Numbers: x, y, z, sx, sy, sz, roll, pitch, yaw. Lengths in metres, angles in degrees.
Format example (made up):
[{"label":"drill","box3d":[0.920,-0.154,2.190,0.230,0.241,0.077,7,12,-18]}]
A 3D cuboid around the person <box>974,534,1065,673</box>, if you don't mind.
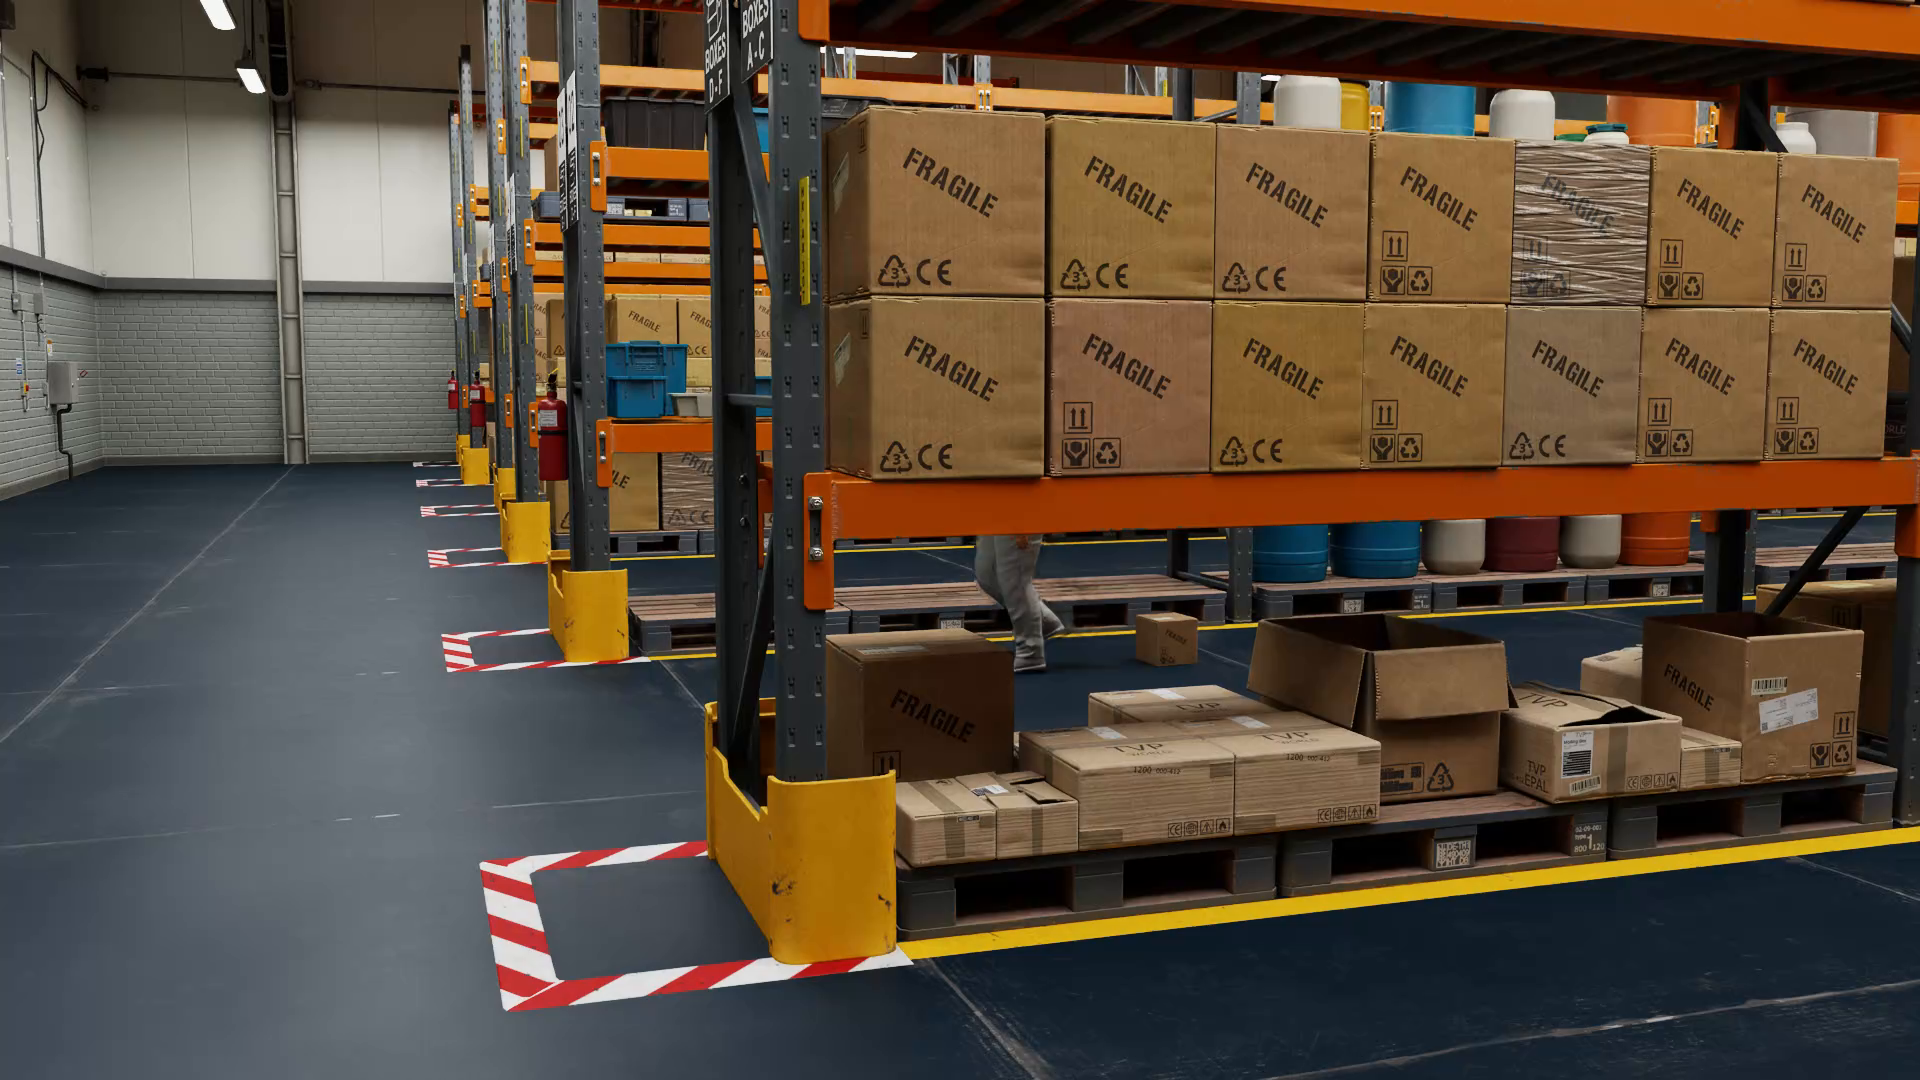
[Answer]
[{"label":"person","box3d":[0.304,-0.130,8.786,0.556,1.655,0.555,-1,6,-7]}]
